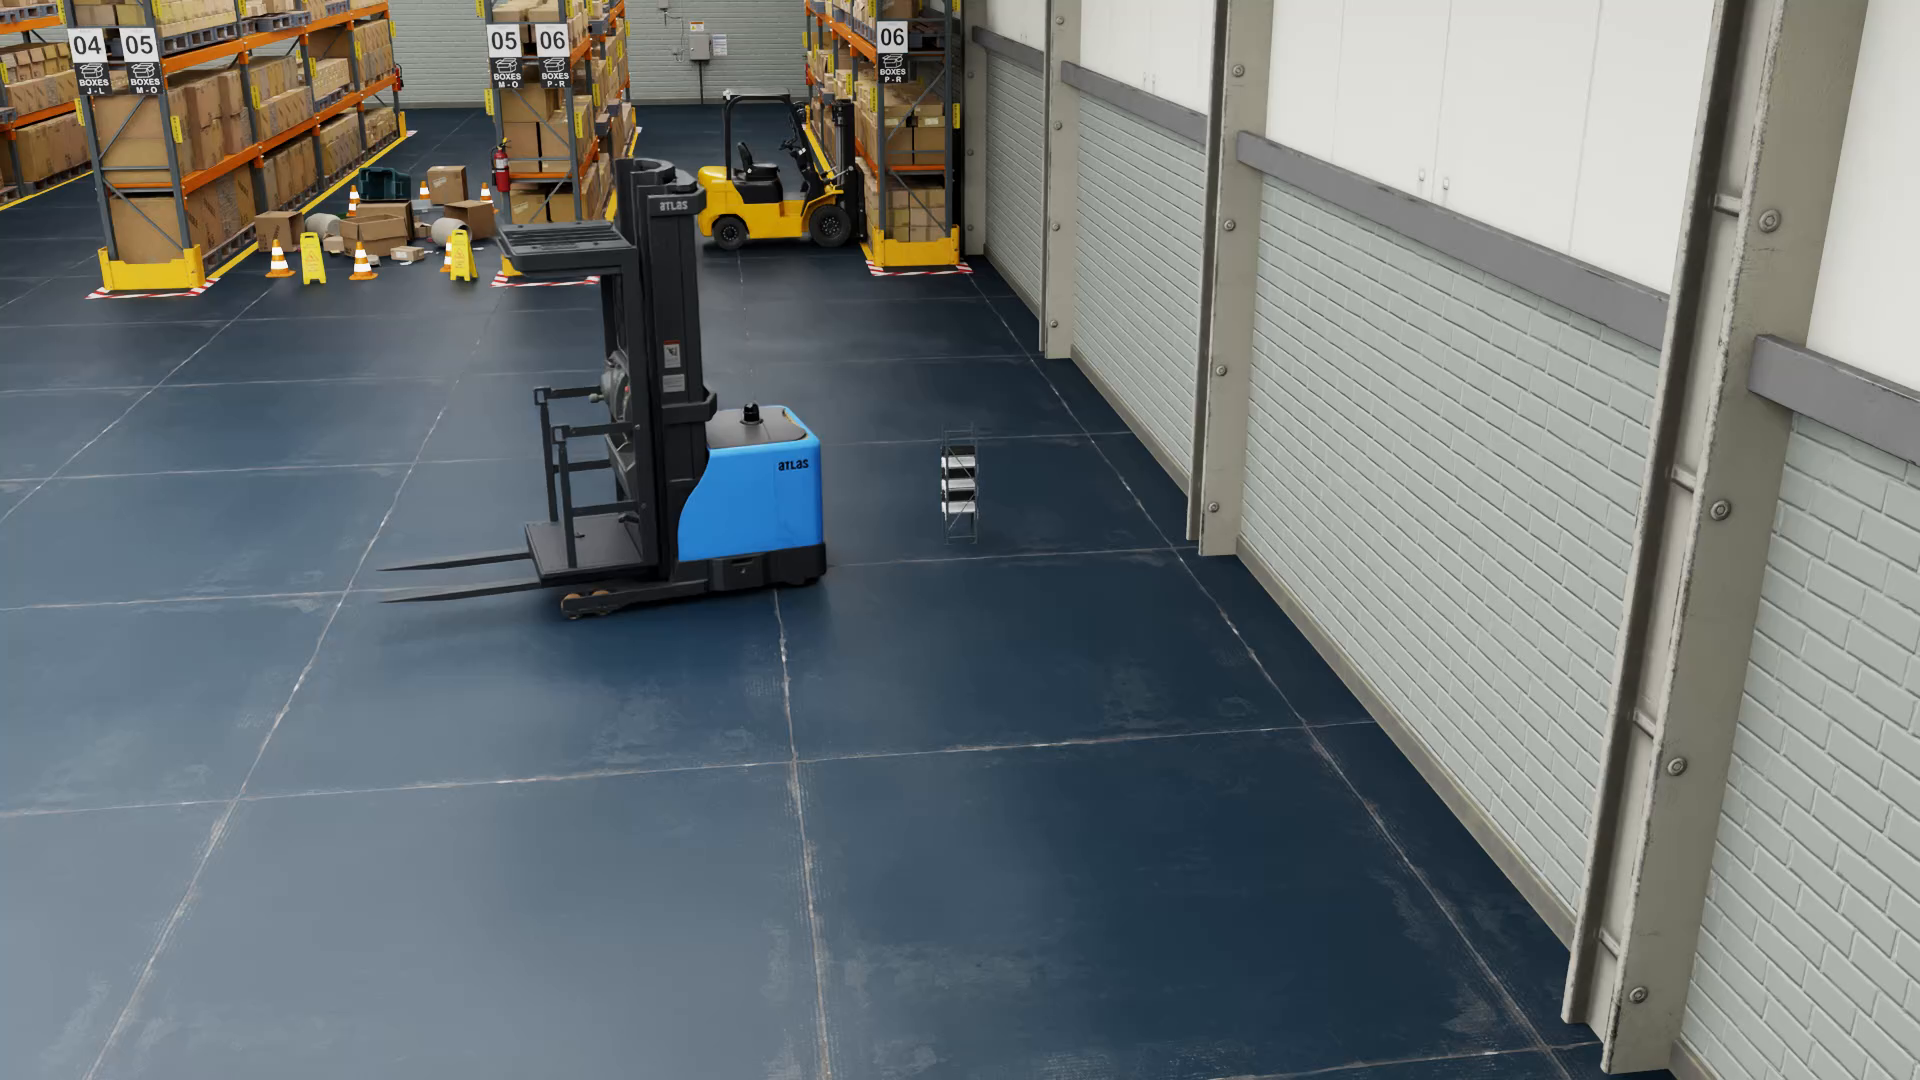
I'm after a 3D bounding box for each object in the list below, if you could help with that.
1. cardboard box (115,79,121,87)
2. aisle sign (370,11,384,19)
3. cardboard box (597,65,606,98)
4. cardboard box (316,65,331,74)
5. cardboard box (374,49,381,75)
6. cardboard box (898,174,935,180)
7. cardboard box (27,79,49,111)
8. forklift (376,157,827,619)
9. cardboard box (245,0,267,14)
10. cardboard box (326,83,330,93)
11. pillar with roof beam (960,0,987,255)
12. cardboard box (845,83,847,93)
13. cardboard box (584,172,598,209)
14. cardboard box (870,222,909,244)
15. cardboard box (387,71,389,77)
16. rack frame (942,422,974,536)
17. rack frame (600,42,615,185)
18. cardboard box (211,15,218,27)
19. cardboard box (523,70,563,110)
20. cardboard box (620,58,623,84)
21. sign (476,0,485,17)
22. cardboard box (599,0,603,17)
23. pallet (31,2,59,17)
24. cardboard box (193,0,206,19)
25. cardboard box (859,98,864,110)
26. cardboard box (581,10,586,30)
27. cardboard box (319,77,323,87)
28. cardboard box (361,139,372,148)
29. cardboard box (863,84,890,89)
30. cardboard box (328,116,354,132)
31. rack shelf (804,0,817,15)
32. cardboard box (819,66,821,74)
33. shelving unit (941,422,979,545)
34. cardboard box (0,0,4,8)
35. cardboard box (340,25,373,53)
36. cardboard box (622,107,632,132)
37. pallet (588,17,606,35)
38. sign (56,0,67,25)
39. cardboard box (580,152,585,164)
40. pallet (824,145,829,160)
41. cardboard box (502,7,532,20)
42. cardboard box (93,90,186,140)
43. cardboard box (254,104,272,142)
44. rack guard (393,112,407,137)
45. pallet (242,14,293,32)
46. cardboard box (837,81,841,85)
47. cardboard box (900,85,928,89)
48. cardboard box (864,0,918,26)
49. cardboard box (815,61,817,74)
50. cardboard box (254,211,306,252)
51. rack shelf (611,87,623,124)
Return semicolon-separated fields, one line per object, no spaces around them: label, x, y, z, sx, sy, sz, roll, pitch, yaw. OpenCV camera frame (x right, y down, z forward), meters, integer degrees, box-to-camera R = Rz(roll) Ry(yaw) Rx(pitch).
cardboard box;-16.954;-9.084;33.110;0.380;0.149;0.250;-3;21;-7
aisle sign;-12.421;-11.492;35.483;0.394;0.787;0.004;-3;21;-8
cardboard box;-6.170;-7.635;27.703;0.500;0.500;0.500;-4;21;-11
cardboard box;-11.652;-8.533;30.184;0.380;0.149;0.250;-3;21;-9
cardboard box;-12.174;-9.751;33.968;0.500;0.500;0.500;-2;21;-5
cardboard box;-0.624;-5.130;24.065;0.500;0.250;0.500;-3;21;-8
cardboard box;-16.431;-7.833;29.259;0.500;0.500;0.500;-3;21;-9
forklift;-2.528;-1.047;11.330;3.031;2.935;1.130;-7;22;-19
cardboard box;-11.037;-8.323;25.876;0.396;0.266;0.258;-3;21;-8
cardboard box;-11.612;-8.167;30.055;0.380;0.149;0.250;-3;21;-7
pillar with roof beam;-4.074;-8.110;21.569;9.100;9.000;0.400;-3;21;-8
cardboard box;-1.658;-7.333;26.994;0.380;0.149;0.250;-4;21;-9
cardboard box;-5.593;-5.080;24.288;0.500;0.500;0.500;-2;21;-5
cardboard box;-0.986;-4.286;23.234;0.500;0.250;0.500;-3;21;-7
cardboard box;-12.382;-9.930;35.374;0.380;0.149;0.250;-3;21;-8
rack frame;-0.016;-0.460;12.660;0.240;0.900;0.006;-3;21;-8
rack frame;-6.670;-7.749;29.176;1.000;3.000;0.127;-3;21;-8
cardboard box;-10.462;-7.149;22.898;0.380;0.149;0.250;-3;21;-7
cardboard box;-5.982;-6.326;23.369;0.700;0.500;0.500;-3;21;-8
cardboard box;-7.124;-9.531;33.803;0.500;0.500;0.500;-3;21;-7
sign;-6.069;-6.778;21.023;0.100;0.325;0.005;-3;21;-8
cardboard box;-5.855;-8.294;25.961;0.500;0.250;0.500;-3;21;-8
pallet;-16.872;-9.634;30.211;0.805;0.209;1.217;-4;21;-10
cardboard box;-10.435;-7.116;22.241;0.500;0.250;0.500;-3;21;-8
cardboard box;-1.294;-6.484;24.720;0.380;0.149;0.250;-3;21;-8
cardboard box;-5.689;-7.524;24.076;0.500;0.250;0.500;-3;21;-9
cardboard box;-11.544;-8.133;29.539;0.380;0.149;0.250;-3;21;-8
cardboard box;-11.865;-7.852;32.928;0.380;0.149;0.250;-4;21;-10
cardboard box;-1.257;-6.806;25.157;0.380;0.149;0.250;-3;21;-9
cardboard box;-11.712;-7.802;31.220;0.500;0.250;0.500;-2;21;-5
rack shelf;-2.624;-11.146;35.012;1.077;0.370;4.000;-3;21;-8
cardboard box;-2.515;-9.019;32.168;0.396;0.266;0.258;-2;21;-5
shelving unit;-0.001;-0.424;12.566;0.258;0.900;0.210;-3;21;-8
cardboard box;-16.847;-9.400;28.566;0.500;0.500;0.500;-2;21;-5
cardboard box;-12.086;-10.027;33.278;0.500;0.500;0.500;-3;21;-7
cardboard box;-7.489;-8.975;35.521;0.875;0.438;0.875;-2;21;-6
pallet;-6.077;-7.900;25.562;1.213;0.211;1.003;-3;21;-8
sign;-10.939;-6.455;20.271;0.100;0.325;0.005;-3;21;-8
cardboard box;-5.360;-5.262;22.877;0.380;0.149;0.250;-3;21;-7
pallet;-2.181;-7.799;33.296;1.003;0.211;1.213;-3;21;-8
cardboard box;-5.897;-7.011;22.133;0.380;0.149;0.250;-3;21;-7
cardboard box;-10.416;-5.401;21.131;0.875;0.550;0.550;-3;21;-8
cardboard box;-10.787;-6.322;25.212;0.500;0.500;0.500;-3;21;-7
rack guard;-12.696;-9.037;36.196;1.175;0.500;0.348;-3;21;-8
pallet;-11.244;-8.173;26.296;1.003;0.211;1.213;-2;21;-5
cardboard box;-1.865;-7.825;28.879;0.500;0.250;0.500;-2;21;-6
cardboard box;-0.692;-6.747;24.998;0.380;0.149;0.250;-3;21;-9
cardboard box;-0.959;-7.427;23.140;0.700;0.500;0.500;-3;21;-7
cardboard box;-2.737;-9.791;34.433;0.500;0.250;0.500;-3;21;-8
cardboard box;-9.738;-4.424;23.842;0.500;0.500;0.500;1;20;2
rack shelf;-6.958;-8.104;31.155;1.077;0.370;4.000;-3;21;-8
